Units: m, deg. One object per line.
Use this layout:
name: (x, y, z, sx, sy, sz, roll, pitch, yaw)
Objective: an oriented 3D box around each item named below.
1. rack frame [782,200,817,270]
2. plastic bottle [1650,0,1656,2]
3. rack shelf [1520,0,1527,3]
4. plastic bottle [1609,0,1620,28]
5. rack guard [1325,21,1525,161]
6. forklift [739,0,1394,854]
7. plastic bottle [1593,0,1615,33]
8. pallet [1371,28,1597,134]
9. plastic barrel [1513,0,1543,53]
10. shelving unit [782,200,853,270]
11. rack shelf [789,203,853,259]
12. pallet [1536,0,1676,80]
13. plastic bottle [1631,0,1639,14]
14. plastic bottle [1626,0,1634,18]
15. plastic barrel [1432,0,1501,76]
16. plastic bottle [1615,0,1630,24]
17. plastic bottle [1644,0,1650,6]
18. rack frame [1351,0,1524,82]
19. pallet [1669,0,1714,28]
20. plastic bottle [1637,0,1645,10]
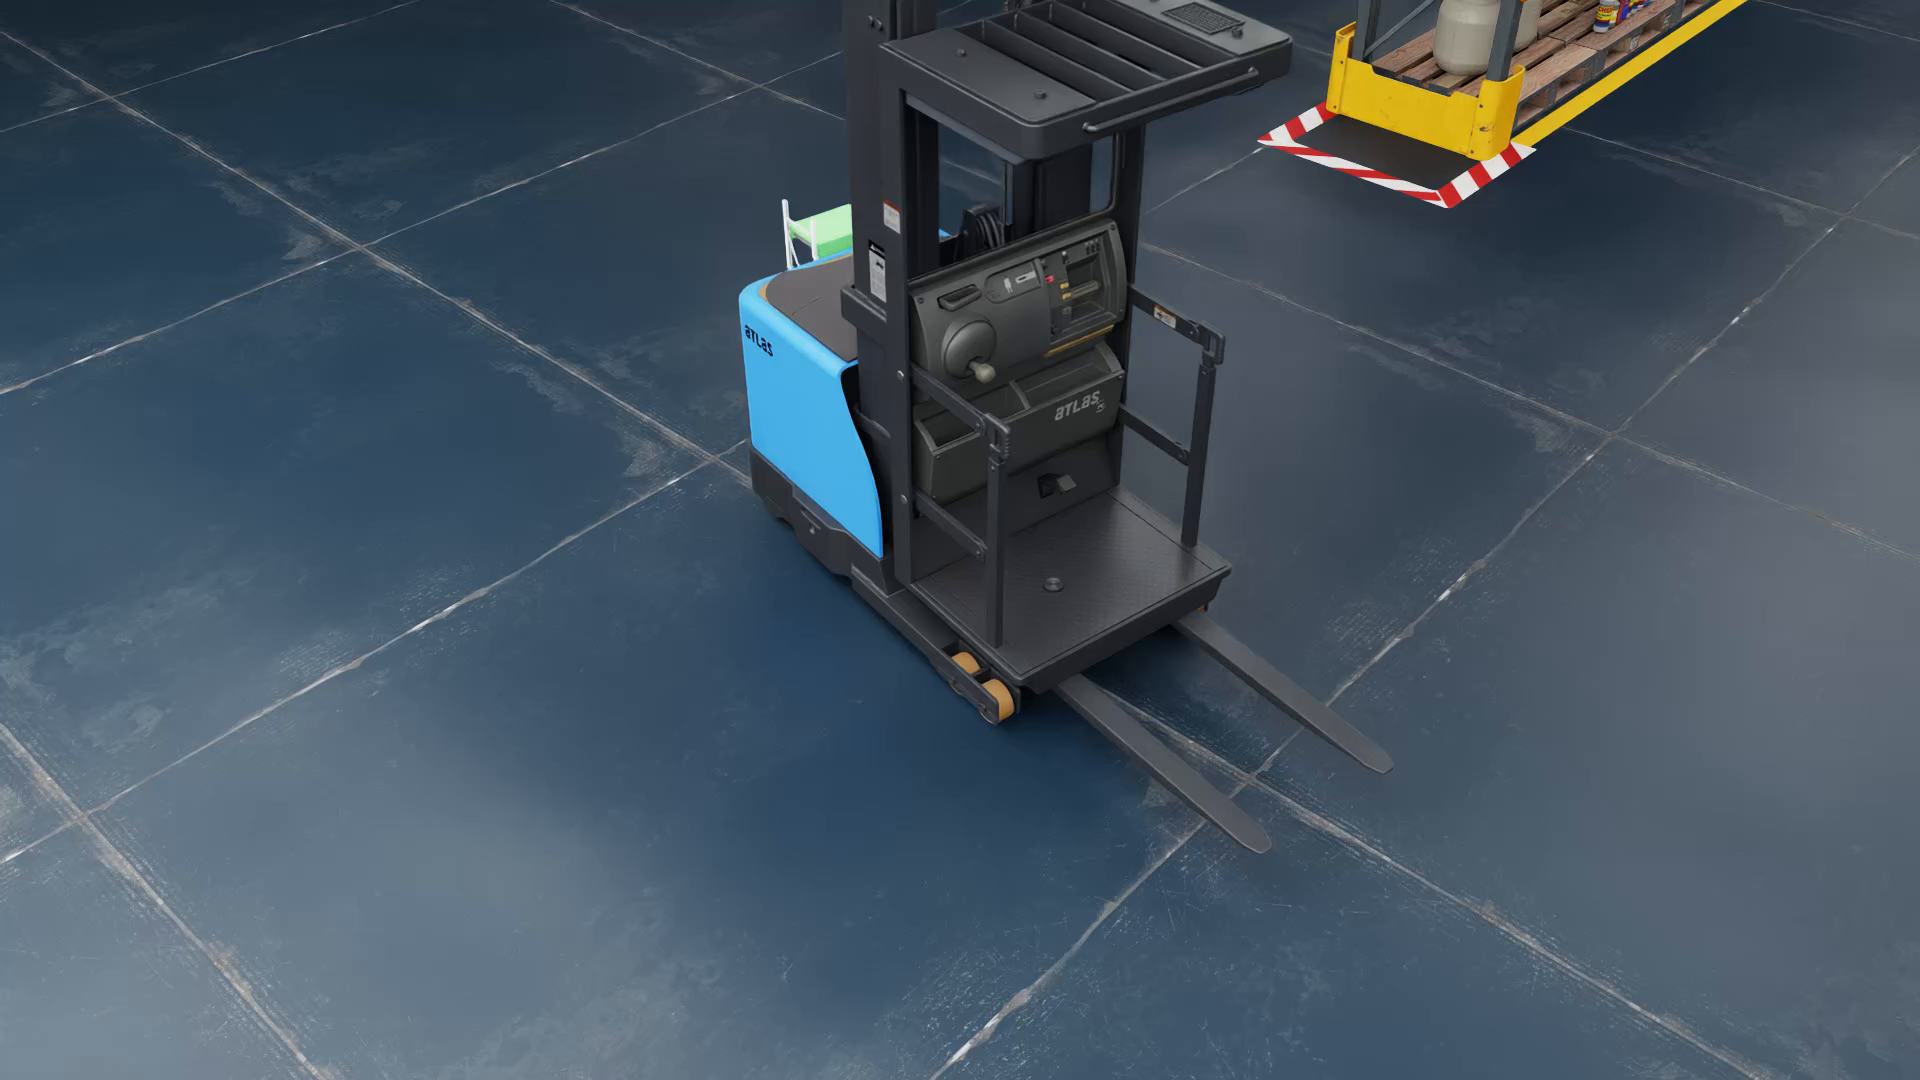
rack frame: (-0.683, -0.933, 7.456, 0.015, 1.200, 0.240, -25, 44, -28)
plastic bottle: (4.827, -3.867, 11.598, 0.097, 0.201, 0.097, 0, 38, 0)
rack shelf: (4.219, -4.382, 10.928, 1.077, 0.370, 4.000, 30, 47, 32)
plastic bottle: (4.393, -3.571, 11.226, 0.097, 0.201, 0.097, 0, 38, 0)
rack guard: (2.887, -2.821, 10.396, 1.175, 0.500, 0.348, 30, 47, 32)
forklift: (0.360, -0.797, 5.898, 1.130, 2.935, 3.031, -25, 45, -28)
plastic bottle: (4.323, -3.551, 11.144, 0.097, 0.271, 0.097, 0, 38, 0)
pallet: (3.439, -3.079, 10.952, 1.003, 0.211, 1.213, 30, 47, 32)
plastic barrel: (3.596, -3.500, 10.903, 0.421, 0.512, 0.421, 0, 38, 0)
shelving unit: (-0.489, -1.024, 7.571, 0.503, 1.200, 0.258, -25, 44, -28)
rack shelf: (-0.492, -1.353, 7.316, 0.480, 0.148, 0.258, -25, 44, -28)
pallet: (4.262, -3.637, 11.654, 1.003, 0.211, 1.213, 30, 47, 32)
plastic bottle: (4.622, -3.754, 11.400, 0.097, 0.271, 0.097, 0, 38, 0)
plastic bottle: (4.554, -3.708, 11.342, 0.097, 0.271, 0.097, 0, 38, 0)
plastic barrel: (3.258, -3.270, 10.613, 0.421, 0.512, 0.421, 0, 38, 0)
plastic bottle: (4.489, -3.652, 11.262, 0.061, 0.283, 0.133, 30, 48, 33)
plastic bottle: (4.759, -3.847, 11.517, 0.097, 0.271, 0.097, 0, 38, 0)
rack frame: (2.870, -3.744, 9.549, 1.000, 3.000, 0.127, 30, 47, 32)
pallet: (5.085, -4.200, 12.362, 1.003, 0.211, 1.213, 30, 47, 32)
plastic bottle: (4.689, -3.772, 11.479, 0.097, 0.201, 0.097, 0, 38, 0)
